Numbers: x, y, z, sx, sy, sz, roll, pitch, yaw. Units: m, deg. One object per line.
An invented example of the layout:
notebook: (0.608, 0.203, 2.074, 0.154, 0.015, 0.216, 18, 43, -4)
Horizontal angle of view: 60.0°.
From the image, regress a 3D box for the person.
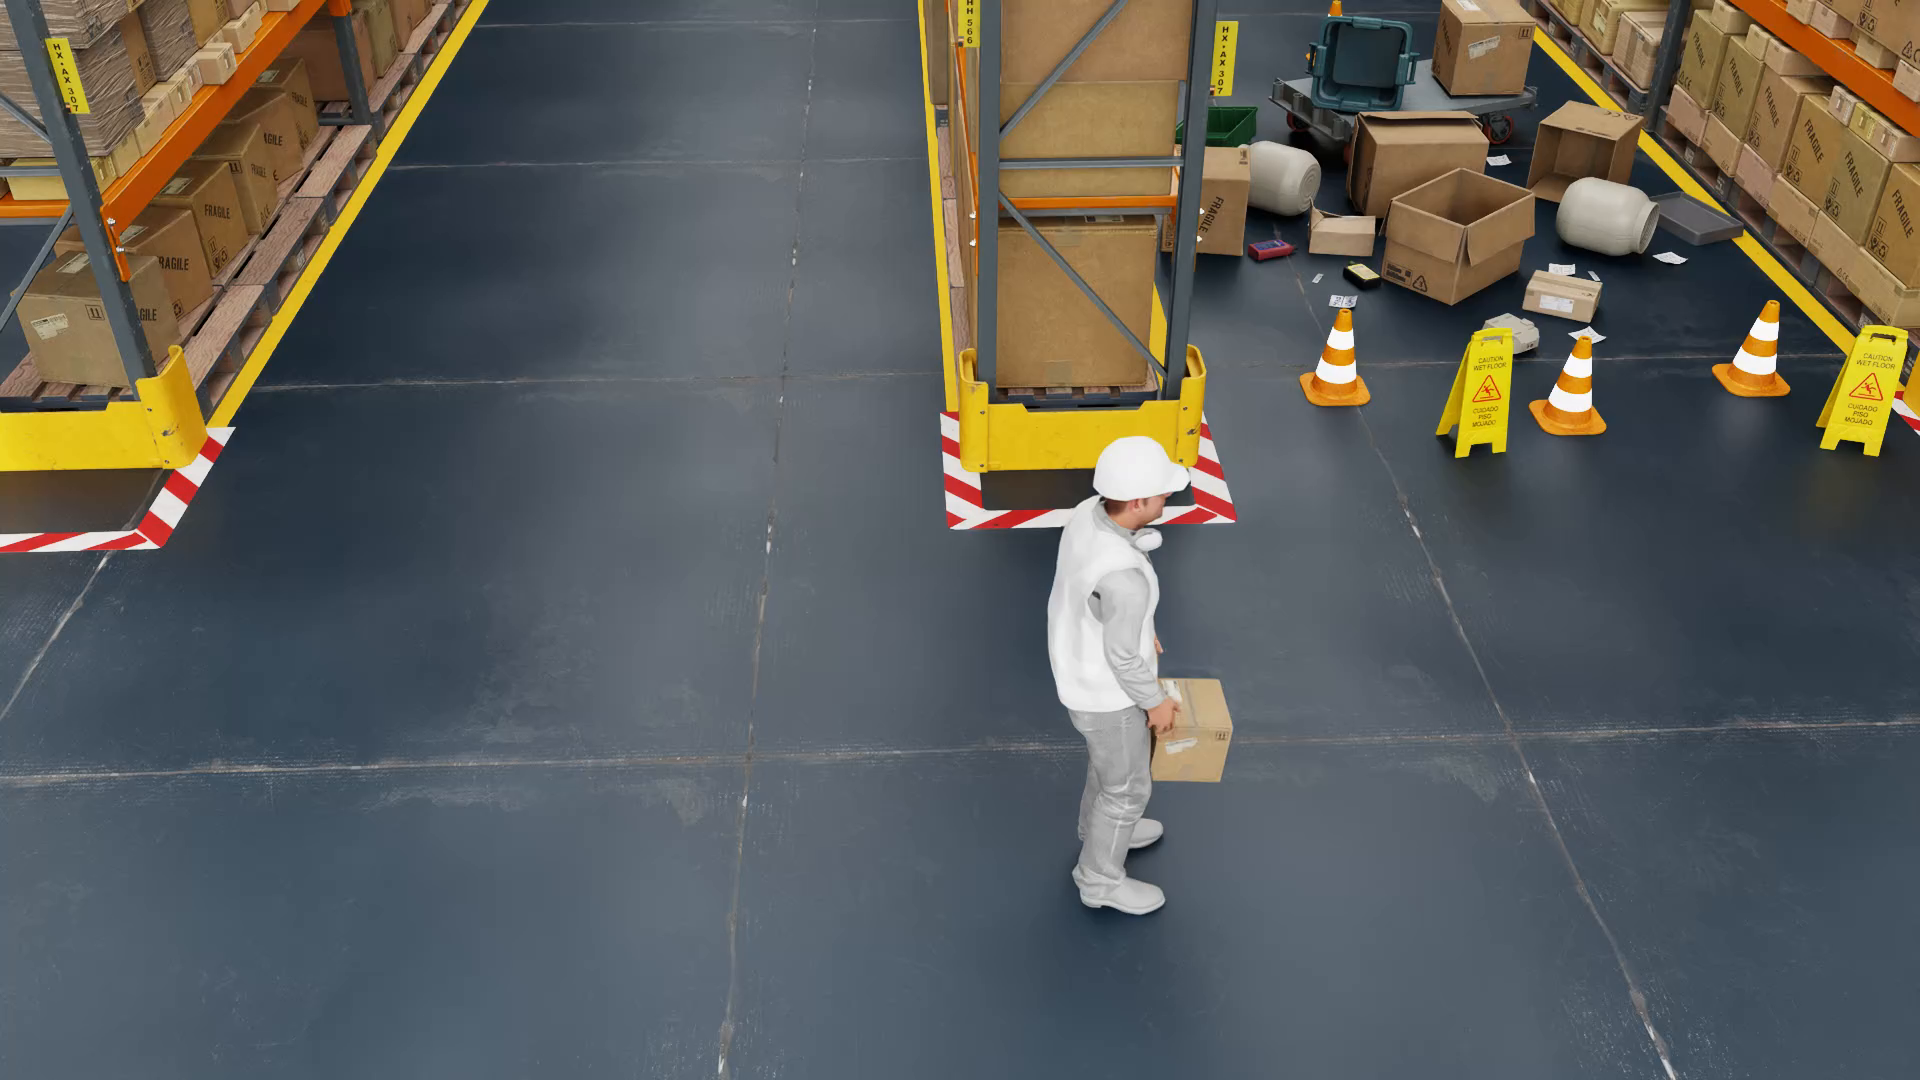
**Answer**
person: (0.519, 0.433, 5.498, 0.471, 1.777, 0.555, -2, 35, -3)
